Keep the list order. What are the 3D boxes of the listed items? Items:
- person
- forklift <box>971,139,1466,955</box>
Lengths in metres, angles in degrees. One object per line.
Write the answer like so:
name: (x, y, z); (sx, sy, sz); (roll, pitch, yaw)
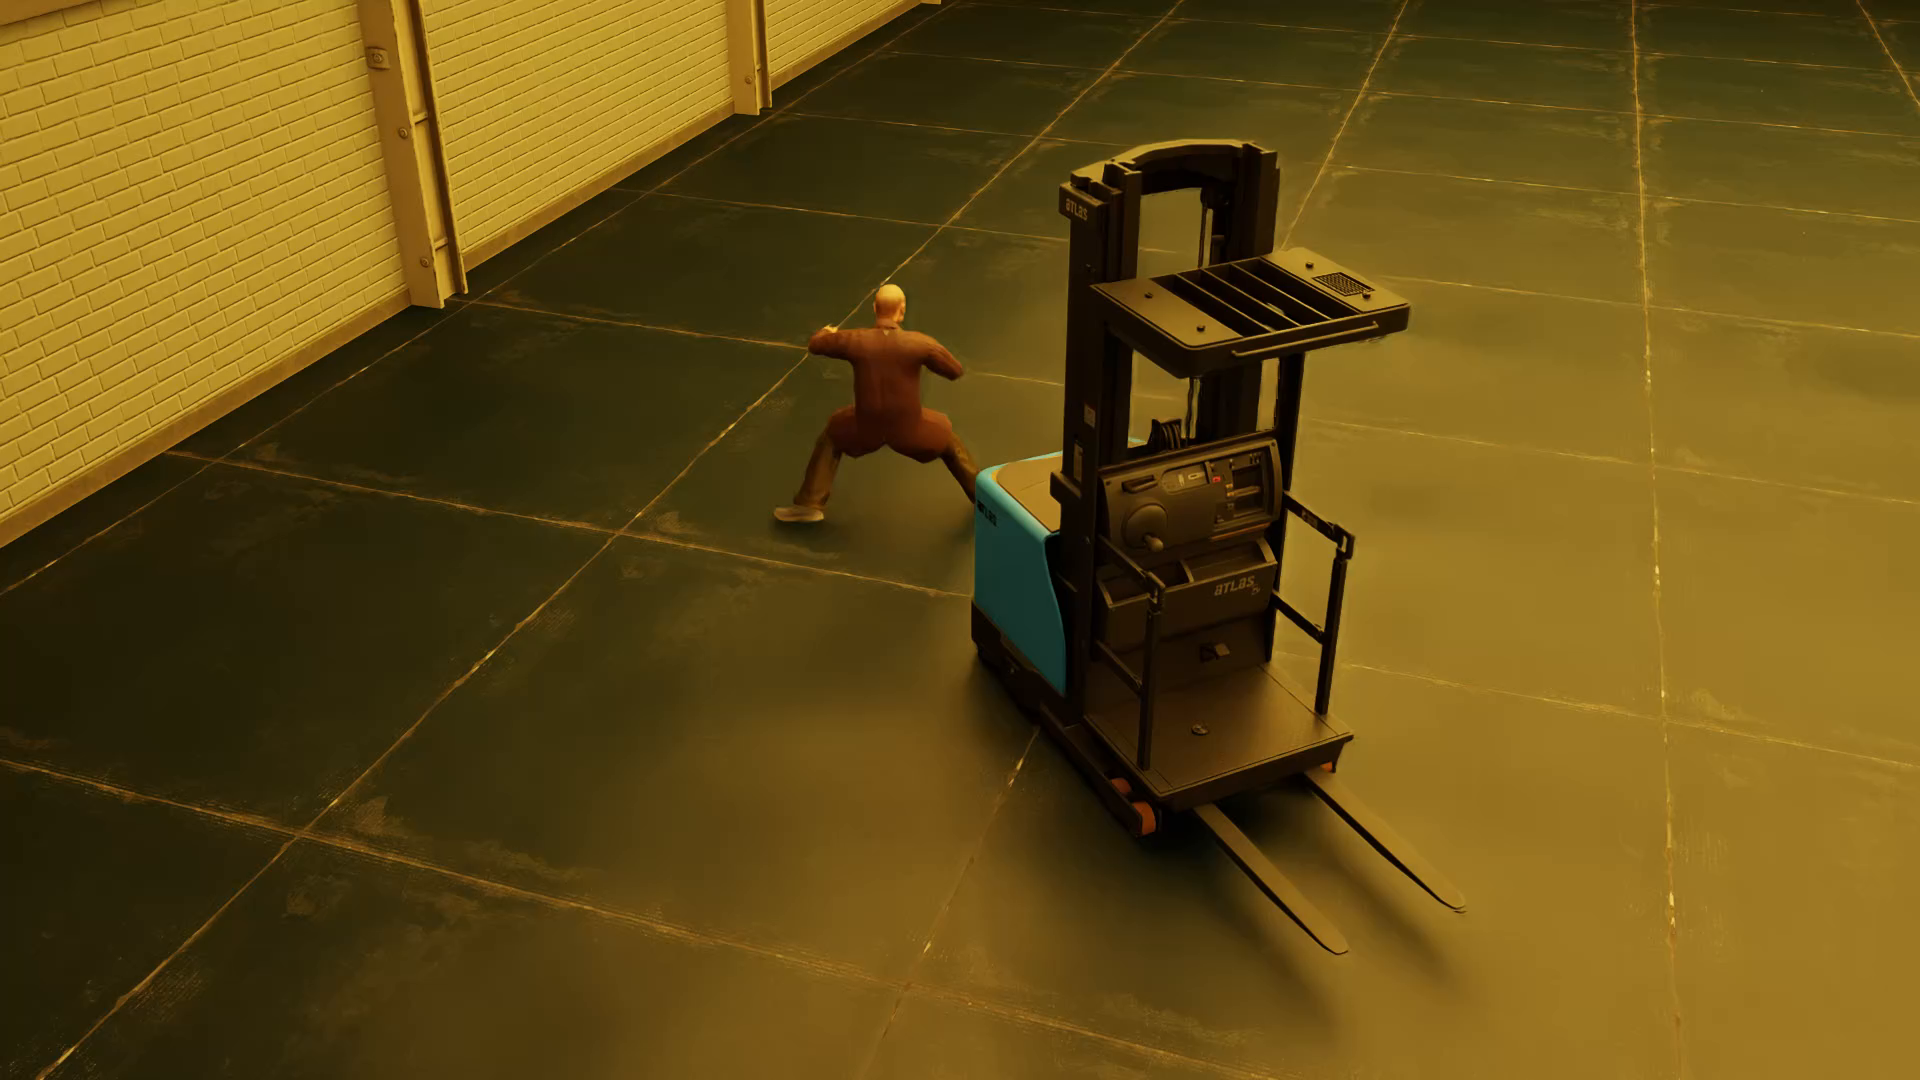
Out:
person: (-0.447, -0.836, 10.005); (1.342, 1.540, 0.768); (5, 30, 9)
forklift: (1.159, -0.152, 7.403); (1.130, 2.935, 3.031); (-14, 32, -22)
